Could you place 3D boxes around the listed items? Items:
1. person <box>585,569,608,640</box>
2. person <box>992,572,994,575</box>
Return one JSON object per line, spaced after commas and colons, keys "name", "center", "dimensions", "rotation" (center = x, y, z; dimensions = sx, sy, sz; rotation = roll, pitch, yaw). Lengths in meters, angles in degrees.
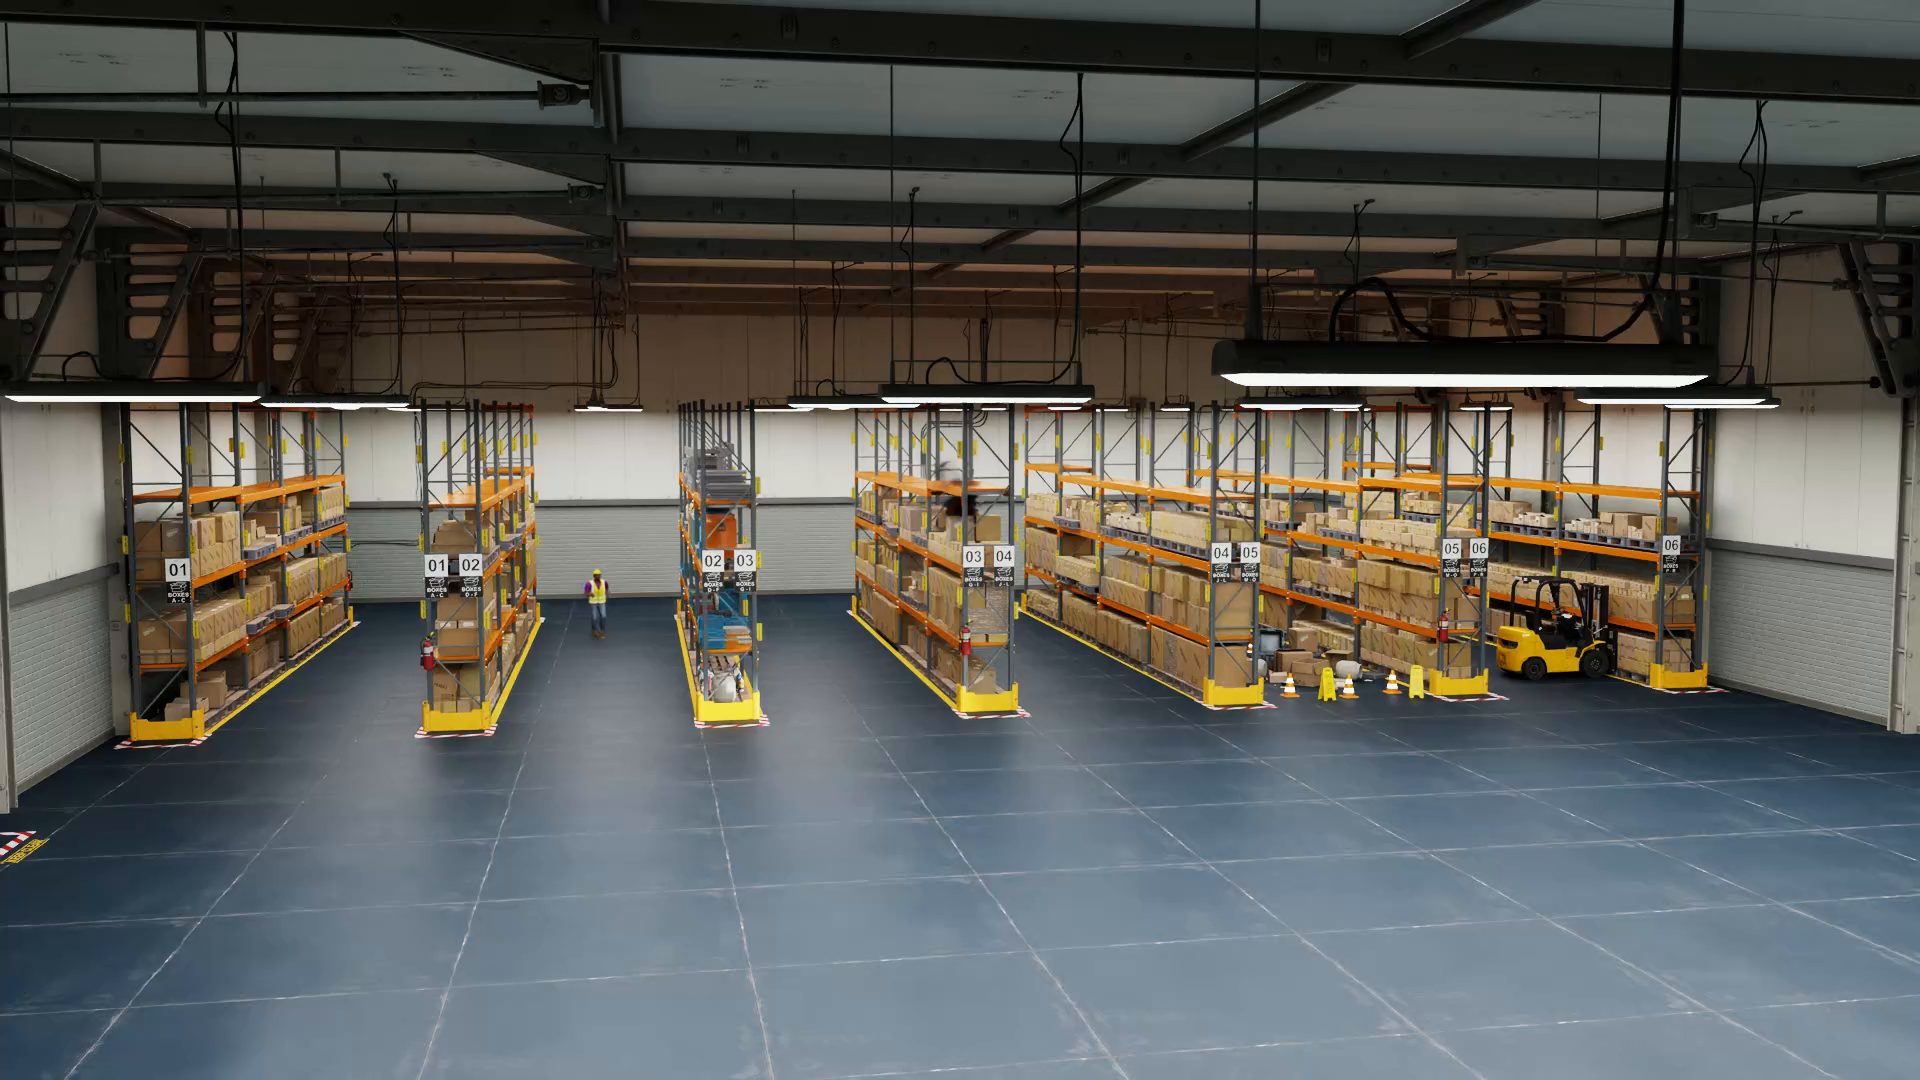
{"name": "person", "center": [-9.265, 1.655, 42.469], "dimensions": [0.634, 1.822, 0.800], "rotation": [-2, 5, -20]}
{"name": "person", "center": [1.159, 1.442, 45.493], "dimensions": [0.644, 1.789, 0.820], "rotation": [0, 4, -6]}
